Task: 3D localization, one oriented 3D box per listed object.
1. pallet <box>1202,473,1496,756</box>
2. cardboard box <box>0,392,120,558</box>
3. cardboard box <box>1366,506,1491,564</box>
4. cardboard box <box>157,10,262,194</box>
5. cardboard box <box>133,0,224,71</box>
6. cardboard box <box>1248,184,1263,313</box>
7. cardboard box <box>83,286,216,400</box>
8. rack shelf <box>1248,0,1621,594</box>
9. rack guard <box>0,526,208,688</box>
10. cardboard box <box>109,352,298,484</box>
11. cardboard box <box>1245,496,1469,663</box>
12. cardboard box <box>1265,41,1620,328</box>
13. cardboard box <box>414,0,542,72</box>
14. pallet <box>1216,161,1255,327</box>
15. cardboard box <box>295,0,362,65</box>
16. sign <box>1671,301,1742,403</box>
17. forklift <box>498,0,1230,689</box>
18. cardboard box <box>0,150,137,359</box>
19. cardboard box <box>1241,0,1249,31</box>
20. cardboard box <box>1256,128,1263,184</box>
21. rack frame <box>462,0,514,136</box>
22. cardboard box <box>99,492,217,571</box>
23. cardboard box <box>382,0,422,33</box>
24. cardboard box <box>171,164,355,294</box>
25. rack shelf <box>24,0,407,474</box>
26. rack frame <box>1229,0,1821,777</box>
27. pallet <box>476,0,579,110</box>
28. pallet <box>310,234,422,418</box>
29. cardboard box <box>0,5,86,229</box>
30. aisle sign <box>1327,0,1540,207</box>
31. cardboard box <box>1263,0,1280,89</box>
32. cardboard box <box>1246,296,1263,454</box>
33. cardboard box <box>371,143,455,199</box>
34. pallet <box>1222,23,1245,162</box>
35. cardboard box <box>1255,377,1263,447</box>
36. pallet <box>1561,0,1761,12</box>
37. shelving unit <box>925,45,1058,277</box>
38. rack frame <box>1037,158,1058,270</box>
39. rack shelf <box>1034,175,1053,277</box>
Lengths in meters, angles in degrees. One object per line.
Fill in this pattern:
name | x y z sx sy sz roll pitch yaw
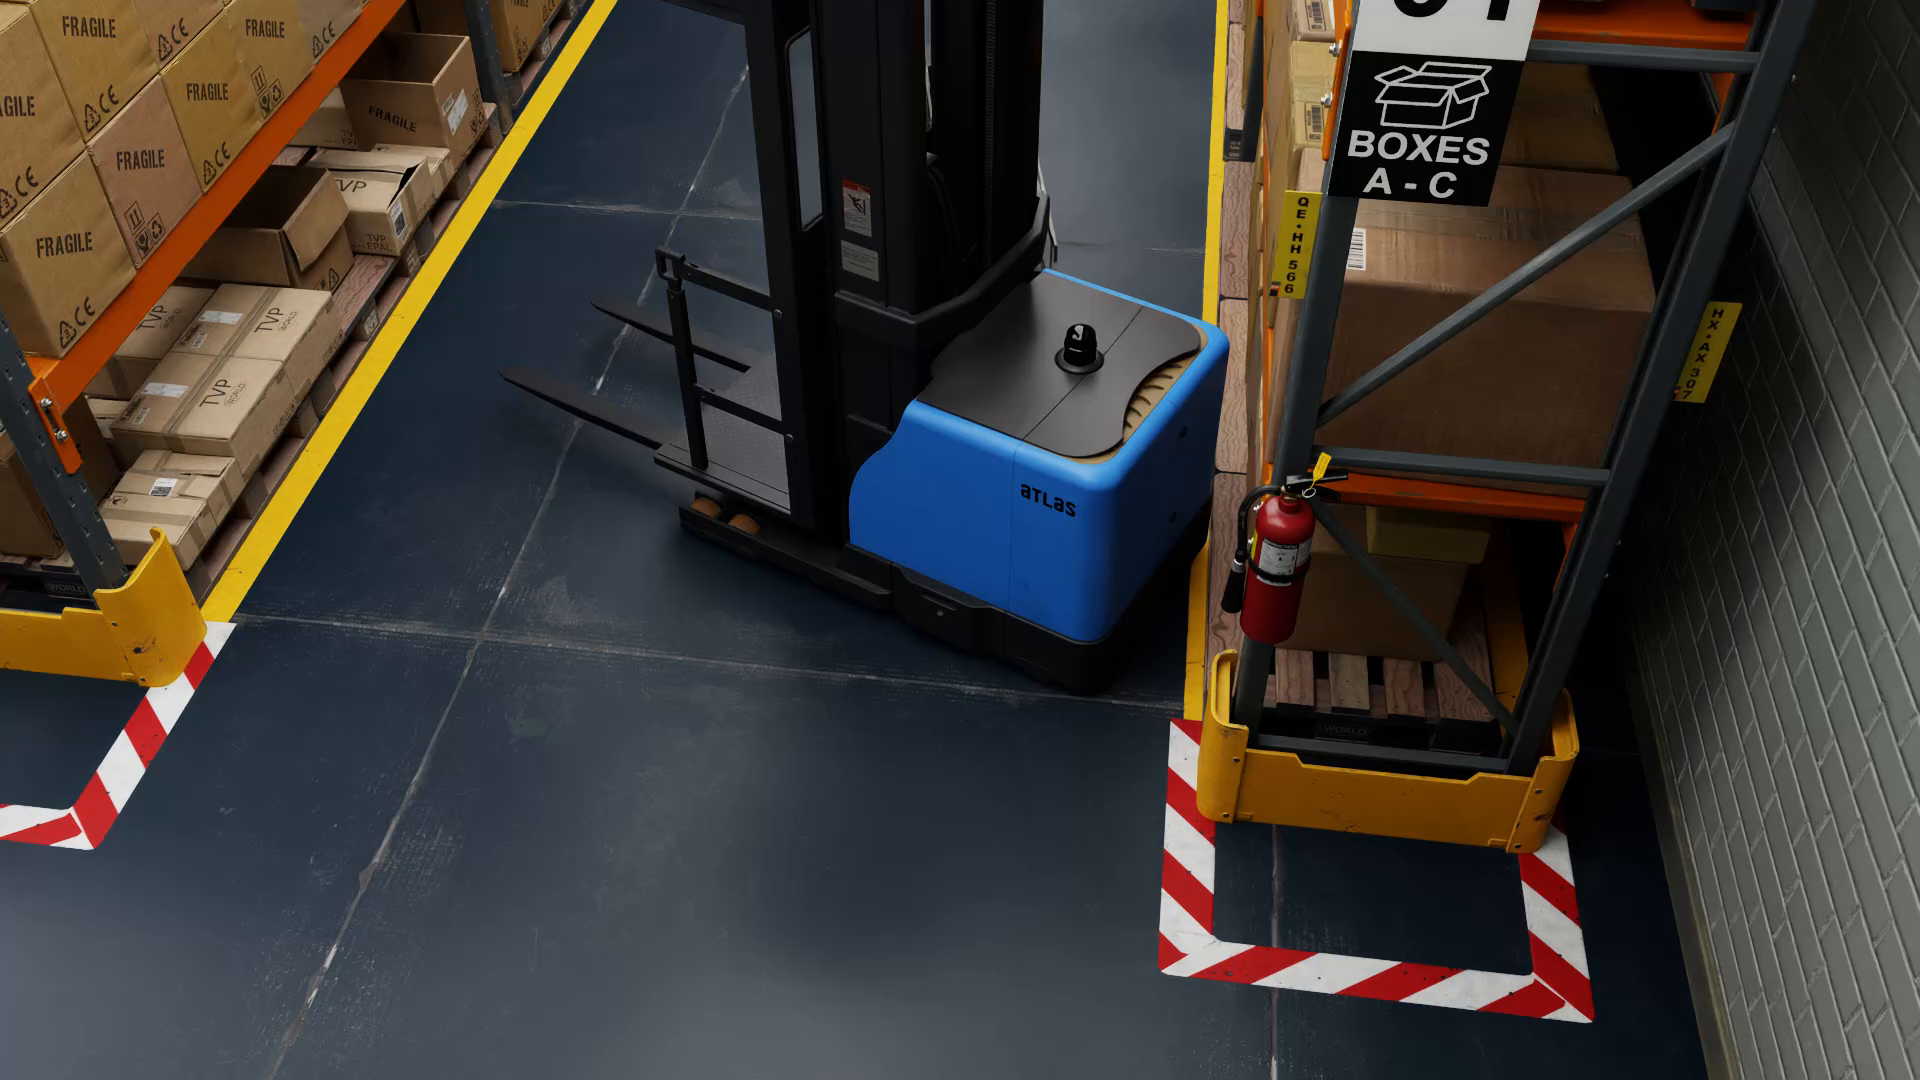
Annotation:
pallet | 1.448 0.254 6.329 1.003 0.211 1.213 5 44 6
cardboard box | -3.663 -0.300 6.383 0.500 0.500 0.500 5 44 6
cardboard box | 1.595 -0.070 5.683 0.380 0.149 0.250 6 44 6
cardboard box | -3.039 -1.663 6.252 0.500 0.500 0.500 5 44 5
cardboard box | -3.038 -2.030 5.912 0.500 0.500 0.500 6 44 6
cardboard box | 1.678 -1.335 7.491 0.700 0.500 0.500 5 44 5
cardboard box | -3.508 -0.854 7.150 0.500 0.250 0.500 5 44 6
rack shelf | 1.684 -1.309 6.474 1.077 0.370 4.000 5 44 6
rack guard | -3.481 0.201 6.174 1.175 0.500 0.348 5 44 6
cardboard box | -3.072 -0.502 6.778 0.500 0.250 0.500 5 44 6
cardboard box | 1.413 0.062 6.015 0.700 0.500 0.500 5 44 6
cardboard box | 1.562 -1.161 5.577 0.980 0.700 0.700 5 44 5
cardboard box | -2.657 -2.940 9.172 0.500 0.500 0.500 3 44 4
pallet | 1.770 -1.409 8.085 1.003 0.211 1.213 5 44 6
cardboard box | -2.906 -2.351 6.979 0.500 0.500 0.500 6 44 6
sign | 1.969 -0.496 4.404 0.100 0.325 0.005 5 44 6
forklift | -0.536 -1.288 5.979 3.031 2.935 1.130 23 48 22
cardboard box | -3.171 -0.969 5.519 0.500 0.500 0.500 6 44 6
cardboard box | 2.020 -3.366 9.381 0.750 0.750 0.750 6 44 7
cardboard box | 1.522 -1.696 7.401 0.380 0.149 0.250 7 44 7
rack frame | -2.962 -3.381 8.139 1.000 3.000 0.127 5 44 6
cardboard box | -3.095 -0.033 6.357 0.380 0.149 0.250 5 44 6
cardboard box | -3.181 -2.995 9.230 0.500 0.500 0.500 5 44 5
cardboard box | -3.206 -1.353 7.493 0.797 0.503 0.637 5 44 6
rack shelf | -3.227 -1.756 6.947 1.077 0.370 4.000 5 44 6
rack frame | 1.420 -0.207 4.787 1.000 3.000 0.127 5 44 6
pallet | -2.892 -2.926 9.687 1.003 0.211 1.213 5 44 6
pallet | -3.213 -1.066 7.723 1.003 0.211 1.213 5 44 6
cardboard box | -3.171 -1.332 5.176 0.500 0.500 0.500 6 44 7
aisle sign | 1.113 -1.129 3.870 0.394 0.787 0.004 5 44 6
cardboard box | 1.759 -2.177 6.649 0.980 0.700 0.700 4 44 4
cardboard box | 1.545 -0.622 6.738 0.700 0.500 0.500 4 44 4
cardboard box | -2.746 -1.830 8.255 0.380 0.149 0.250 5 44 6
pallet | 1.976 -2.453 9.187 1.003 0.211 1.213 5 44 6
cardboard box | 1.282 -0.452 6.086 0.380 0.149 0.250 6 44 7
pallet | 1.507 -1.770 4.321 1.003 0.211 1.213 5 44 6
shelving unit | 0.107 -1.890 8.390 0.503 0.431 2.100 -3 44 -3
rack frame | 0.350 -1.904 8.404 0.015 0.400 2.100 -3 44 -3
rack shelf | 0.164 -1.401 7.873 0.480 0.431 0.518 -3 44 -3
